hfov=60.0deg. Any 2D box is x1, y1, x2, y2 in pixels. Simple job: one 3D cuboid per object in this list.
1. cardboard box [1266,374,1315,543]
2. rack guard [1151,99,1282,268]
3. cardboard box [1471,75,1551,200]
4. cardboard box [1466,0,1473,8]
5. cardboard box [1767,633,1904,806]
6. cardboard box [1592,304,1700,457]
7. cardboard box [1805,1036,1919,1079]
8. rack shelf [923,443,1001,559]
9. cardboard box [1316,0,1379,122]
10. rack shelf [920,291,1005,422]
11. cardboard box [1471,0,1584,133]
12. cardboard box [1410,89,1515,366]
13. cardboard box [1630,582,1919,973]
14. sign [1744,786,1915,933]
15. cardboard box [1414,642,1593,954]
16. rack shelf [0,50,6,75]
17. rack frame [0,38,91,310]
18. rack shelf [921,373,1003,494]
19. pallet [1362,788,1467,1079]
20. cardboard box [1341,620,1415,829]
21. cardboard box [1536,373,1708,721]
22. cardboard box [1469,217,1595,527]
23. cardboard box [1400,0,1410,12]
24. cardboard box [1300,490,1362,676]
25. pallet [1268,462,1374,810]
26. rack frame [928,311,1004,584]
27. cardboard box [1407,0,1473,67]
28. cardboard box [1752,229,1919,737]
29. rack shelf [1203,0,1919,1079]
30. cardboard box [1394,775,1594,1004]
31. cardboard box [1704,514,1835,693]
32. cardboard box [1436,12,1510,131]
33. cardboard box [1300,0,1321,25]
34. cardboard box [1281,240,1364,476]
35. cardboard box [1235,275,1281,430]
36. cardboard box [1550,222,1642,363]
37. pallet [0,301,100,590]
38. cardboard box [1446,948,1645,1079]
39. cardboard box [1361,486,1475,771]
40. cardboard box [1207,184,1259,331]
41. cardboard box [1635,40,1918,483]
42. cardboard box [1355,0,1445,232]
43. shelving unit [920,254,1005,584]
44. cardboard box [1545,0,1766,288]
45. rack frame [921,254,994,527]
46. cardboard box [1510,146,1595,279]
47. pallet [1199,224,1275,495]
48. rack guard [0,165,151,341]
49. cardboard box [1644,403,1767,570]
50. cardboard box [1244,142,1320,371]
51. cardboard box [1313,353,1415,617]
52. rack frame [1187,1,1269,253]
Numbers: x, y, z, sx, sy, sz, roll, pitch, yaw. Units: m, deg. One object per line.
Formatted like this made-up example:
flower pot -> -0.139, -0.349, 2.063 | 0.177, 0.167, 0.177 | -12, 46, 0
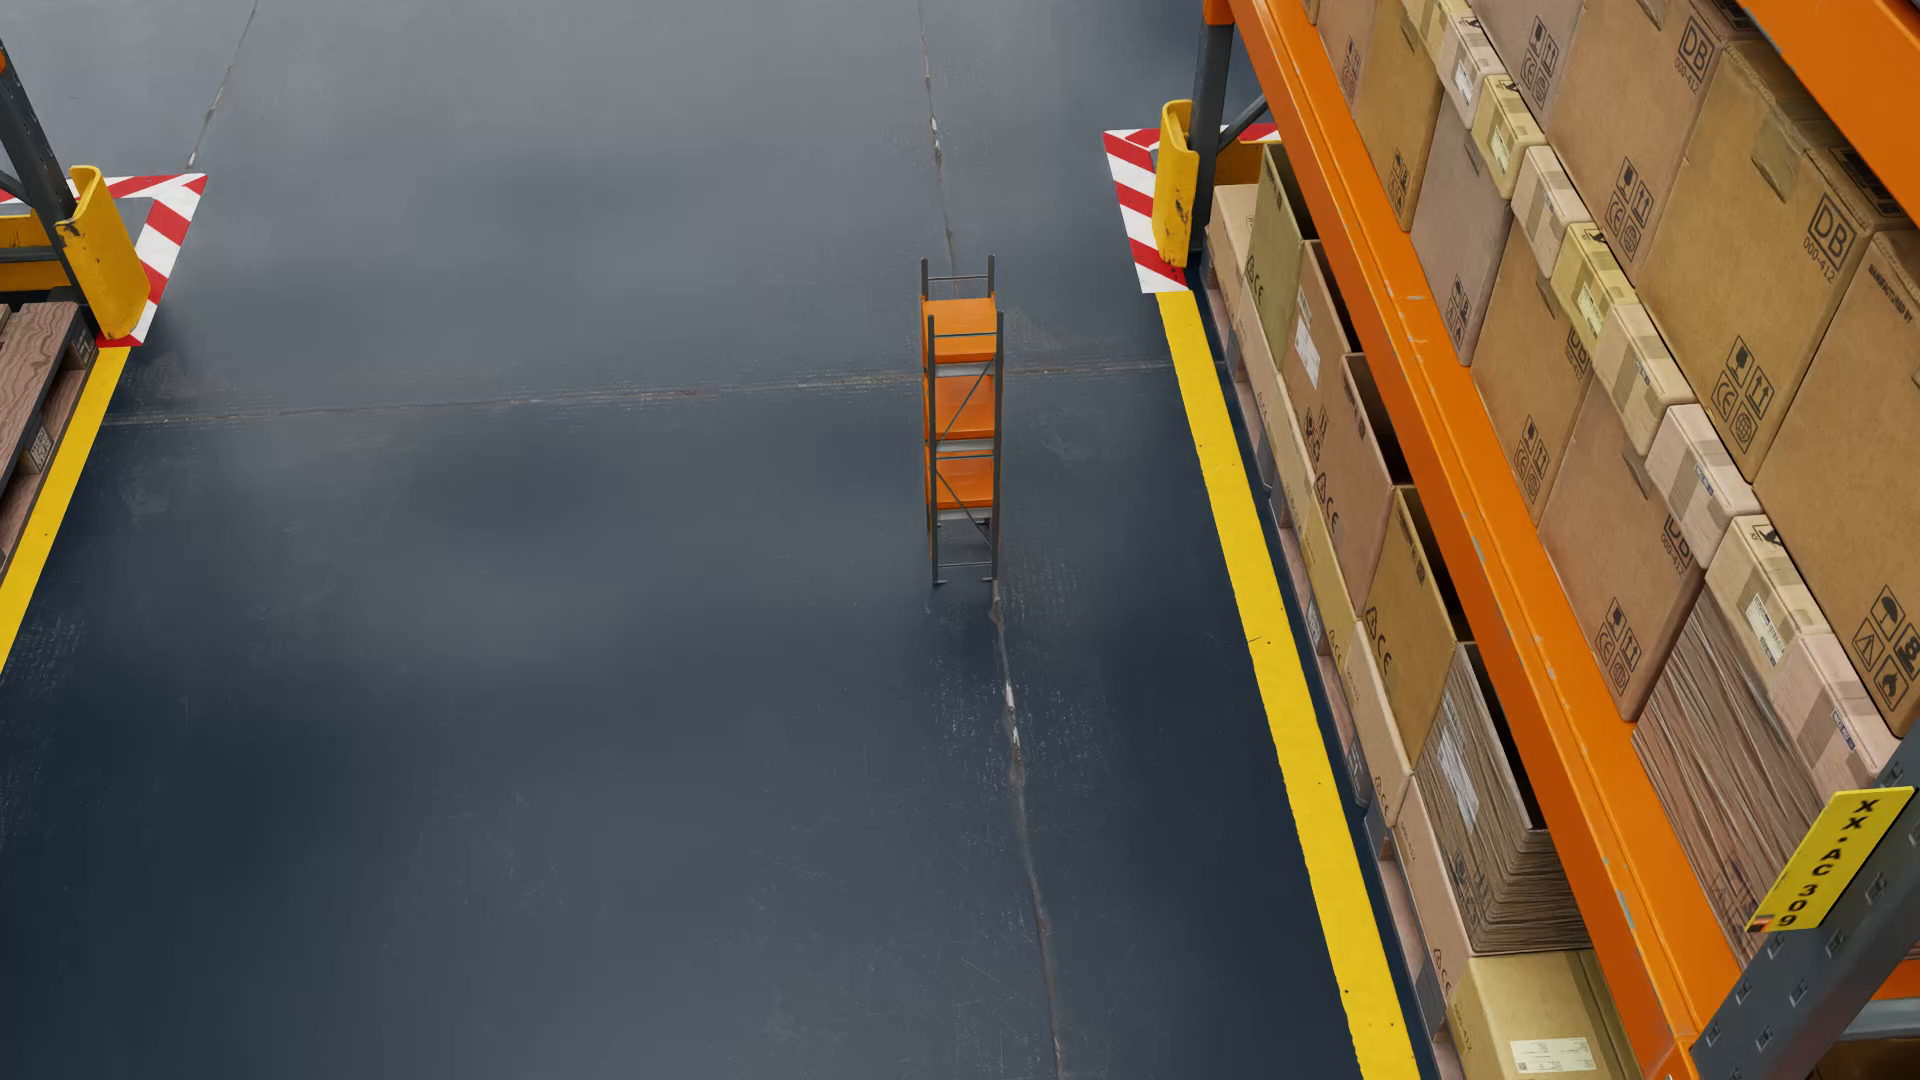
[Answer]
cardboard box -> 1.241, -0.262, 5.037 | 0.500, 0.250, 0.500 | -3, 47, -3
rack guard -> 1.329, -1.346, 6.180 | 1.175, 0.500, 0.348 | -3, 47, -3
cardboard box -> 1.300, -0.846, 3.469 | 0.380, 0.149, 0.250 | -2, 47, -2
cardboard box -> 1.454, -1.547, 3.686 | 0.700, 0.500, 0.500 | -3, 47, -3
cardboard box -> 1.430, 0.265, 2.417 | 0.380, 0.149, 0.250 | -4, 47, -3
cardboard box -> 1.363, -0.293, 2.946 | 0.380, 0.149, 0.250 | -4, 47, -3
cardboard box -> 1.939, 0.895, 3.425 | 0.500, 0.500, 0.500 | -3, 47, -3
rack shelf -> 0.004, -0.124, 5.042 | 0.215, 0.259, 0.240 | -3, 47, -3
cardboard box -> 1.406, -1.504, 4.540 | 0.700, 0.500, 0.500 | -2, 47, -2
rack shelf -> 0.004, -0.510, 4.634 | 0.215, 0.259, 0.240 | -3, 47, -3
cardboard box -> 1.496, -1.184, 3.343 | 0.700, 0.500, 0.500 | -3, 47, -3
cardboard box -> 1.490, -0.764, 3.838 | 0.700, 0.500, 0.500 | -2, 47, -2
cardboard box -> 1.622, 0.351, 2.783 | 0.700, 0.500, 0.500 | -5, 47, -4
sign -> 1.113, 0.416, 2.139 | 0.100, 0.325, 0.005 | -3, 47, -3
cardboard box -> 1.379, 0.565, 3.737 | 0.500, 0.500, 0.500 | -3, 47, -3
rack shelf -> -3.438, -0.195, 3.864 | 1.077, 0.370, 4.000 | -3, 47, -3
rack frame -> -3.605, -1.889, 4.973 | 1.000, 3.000, 0.127 | -3, 47, -3
rack shelf -> 0.004, -0.315, 4.840 | 0.215, 0.259, 0.240 | -3, 47, -3
pallet -> 1.641, 1.087, 4.075 | 1.003, 0.211, 1.213 | -3, 47, -3
cardboard box -> 1.321, 0.462, 4.351 | 0.500, 0.250, 0.500 | -3, 47, -3
cardboard box -> 1.572, -0.030, 3.144 | 0.700, 0.500, 0.500 | -4, 47, -4
cardboard box -> 1.534, -0.393, 3.488 | 0.700, 0.500, 0.500 | -3, 47, -3
cardboard box -> 1.237, -1.401, 3.996 | 0.380, 0.149, 0.250 | -5, 47, -5
cardboard box -> 1.278, 0.100, 4.694 | 0.500, 0.250, 0.500 | -3, 47, -3
pallet -> 1.536, 0.202, 4.913 | 1.003, 0.211, 1.213 | -3, 47, -3
rack frame -> 0.015, -0.234, 4.749 | 0.200, 1.050, 0.008 | -3, 47, -3
cardboard box -> 1.259, -1.217, 3.821 | 0.380, 0.149, 0.250 | -4, 47, -4
cardboard box -> 1.622, -0.095, 2.312 | 0.700, 0.500, 0.500 | -3, 47, -3
rack shelf -> 1.498, -0.493, 4.147 | 1.077, 0.370, 4.000 | -3, 47, -3
cardboard box -> 1.377, 0.823, 4.009 | 0.500, 0.250, 0.500 | -3, 47, -3
cardboard box -> 1.411, 0.086, 2.587 | 0.380, 0.149, 0.250 | -4, 47, -4
cardboard box -> 1.277, -1.036, 3.650 | 0.380, 0.149, 0.250 | -3, 47, -3
cardboard box -> 1.357, -1.884, 4.899 | 0.700, 0.500, 0.500 | -3, 47, -3
cardboard box -> 1.253, -0.520, 4.765 | 0.500, 0.500, 0.500 | -3, 47, -3
cardboard box -> 1.200, -0.624, 5.379 | 0.500, 0.250, 0.500 | -3, 47, -3
cardboard box -> 1.346, -0.471, 3.115 | 0.380, 0.149, 0.250 | -4, 47, -3
pallet -> -3.489, -0.290, 5.380 | 1.003, 0.211, 1.213 | -3, 47, -3
cardboard box -> 1.409, 1.185, 3.666 | 0.500, 0.250, 0.500 | -3, 47, -3
cardboard box -> 1.333, 0.203, 4.080 | 0.500, 0.500, 0.500 | -3, 47, -3
cardboard box -> 1.154, -0.985, 5.722 | 0.500, 0.250, 0.500 | -3, 47, -3
cardboard box -> 1.579, -0.460, 2.658 | 0.700, 0.500, 0.500 | -4, 47, -3
cardboard box -> 1.442, -1.144, 4.199 | 0.700, 0.500, 0.500 | -3, 47, -3
shelving unit -> 0.004, -0.322, 4.832 | 0.215, 1.050, 0.252 | -3, 47, -3
cardboard box -> 1.538, -0.823, 3.001 | 0.700, 0.500, 0.500 | -4, 47, -3
rack frame -> -0.006, -0.411, 4.916 | 0.200, 1.050, 0.008 | -3, 47, -3
cardboard box -> 1.325, -0.654, 3.287 | 0.380, 0.149, 0.250 | -2, 47, -2
pallet -> 1.437, -0.678, 5.747 | 1.003, 0.211, 1.213 | -3, 47, -3
rack guard -> -3.552, -0.978, 5.832 | 1.175, 0.500, 0.348 | -3, 47, -3
cardboard box -> 1.386, -0.103, 2.766 | 0.380, 0.149, 0.250 | -5, 47, -4
cardboard box -> 1.198, -0.881, 5.107 | 0.500, 0.500, 0.500 | -3, 47, -3
cardboard box -> 1.277, -0.158, 4.421 | 0.500, 0.500, 0.500 | -3, 47, -3
rack frame -> 1.331, -2.188, 5.256 | 1.000, 3.000, 0.127 | -3, 47, -3
